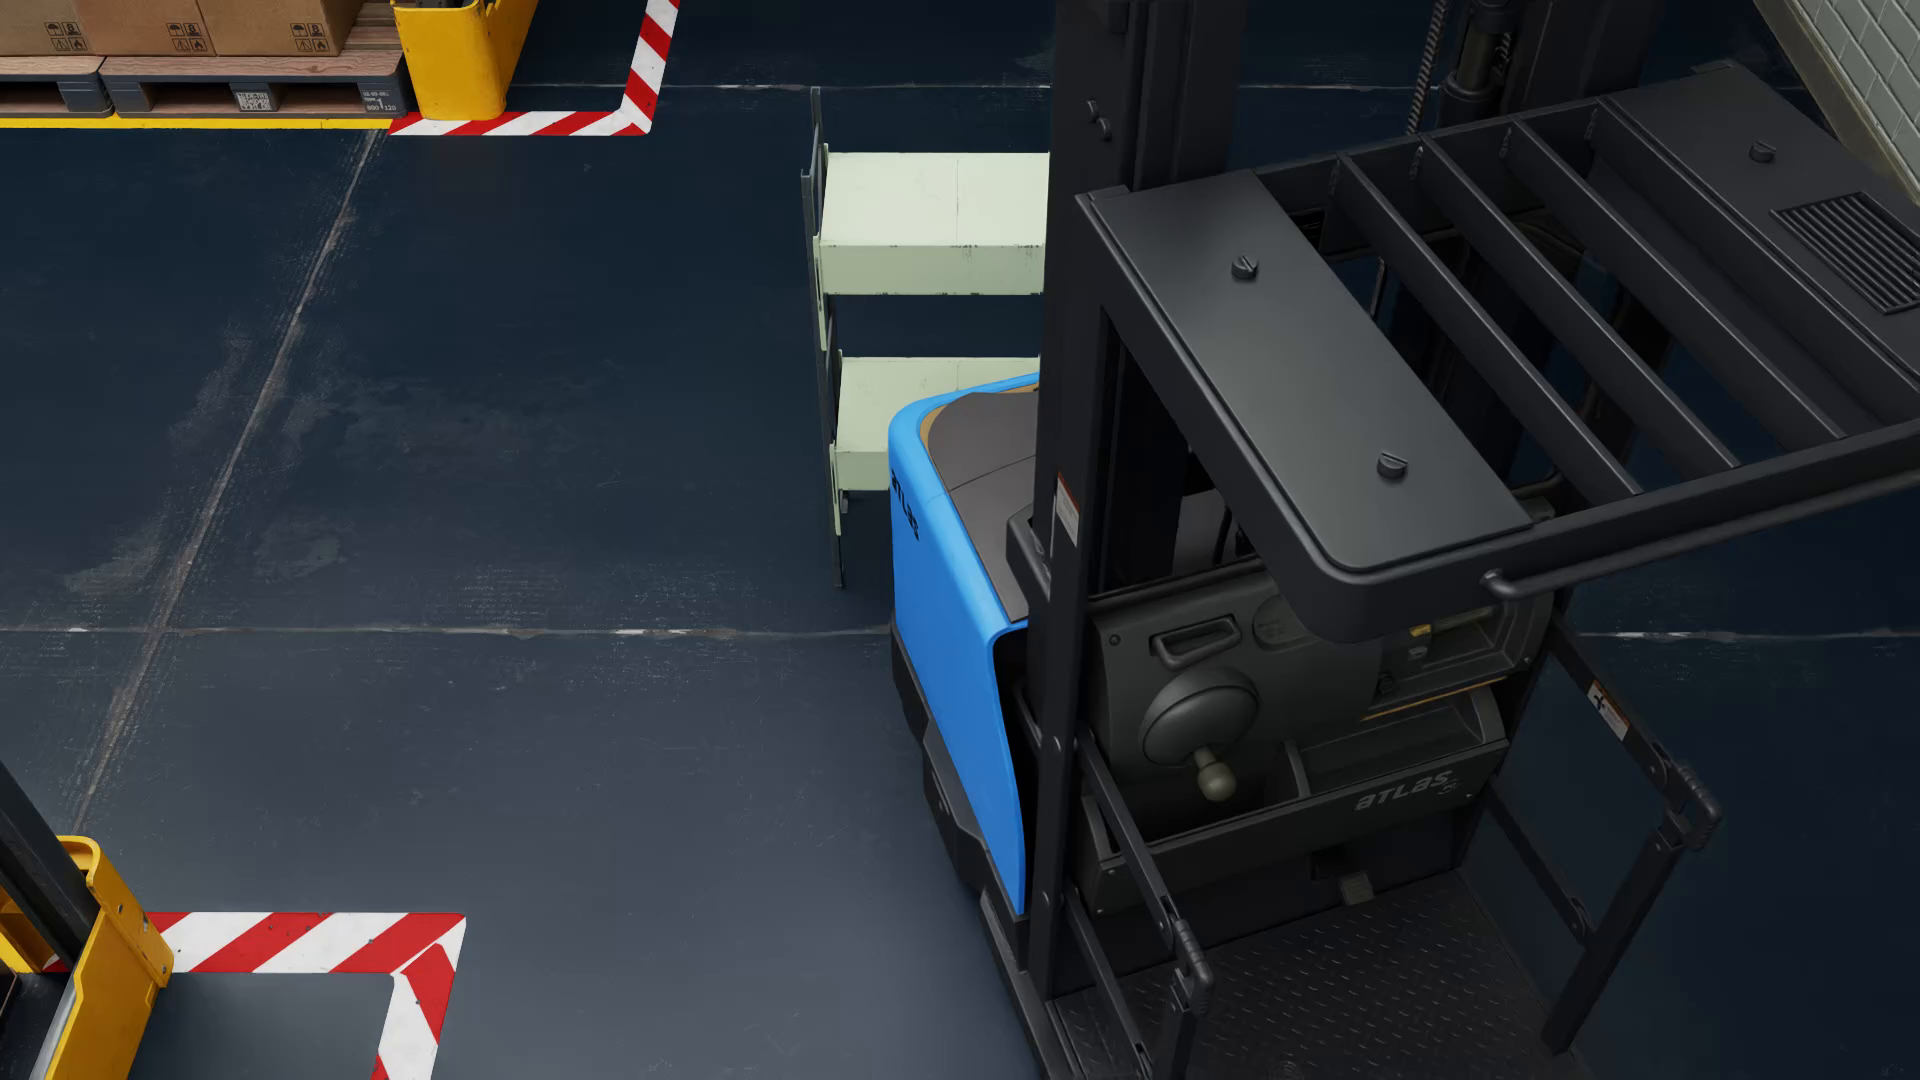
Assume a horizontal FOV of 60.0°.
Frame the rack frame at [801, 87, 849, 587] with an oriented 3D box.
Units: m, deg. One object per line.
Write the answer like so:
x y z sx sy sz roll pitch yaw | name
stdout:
-0.373 -0.512 4.702 0.023 1.500 0.400 0 47 0 | rack frame

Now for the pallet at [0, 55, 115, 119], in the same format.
-4.106 -2.181 7.136 1.213 0.211 1.003 0 47 0 | pallet

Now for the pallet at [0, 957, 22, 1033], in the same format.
-2.977 1.394 3.809 1.213 0.211 1.003 0 47 0 | pallet

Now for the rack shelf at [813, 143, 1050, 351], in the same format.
-0.007 -0.777 4.415 0.720 0.370 0.431 0 47 0 | rack shelf

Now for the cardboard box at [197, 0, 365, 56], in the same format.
-2.789 -2.401 6.856 0.500 0.500 0.700 0 47 0 | cardboard box

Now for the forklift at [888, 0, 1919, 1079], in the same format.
0.769 0.306 2.963 1.130 2.935 3.031 -14 49 -13 | forklift

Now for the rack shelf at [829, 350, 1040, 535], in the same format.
-0.007 -0.289 4.940 0.720 0.370 0.431 0 47 0 | rack shelf

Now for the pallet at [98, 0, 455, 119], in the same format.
-2.889 -2.176 7.131 1.213 0.211 1.003 0 47 0 | pallet

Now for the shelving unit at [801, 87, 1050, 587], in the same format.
-0.007 -0.511 4.701 0.755 1.500 0.431 0 47 0 | shelving unit

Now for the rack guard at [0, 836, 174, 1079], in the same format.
-2.180 1.297 3.702 0.348 0.500 1.175 0 47 0 | rack guard

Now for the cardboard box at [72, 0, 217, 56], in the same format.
-3.290 -2.402 6.858 0.500 0.500 0.700 0 47 0 | cardboard box

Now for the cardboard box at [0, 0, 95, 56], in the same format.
-3.793 -2.403 6.858 0.500 0.500 0.700 -1 47 -1 | cardboard box

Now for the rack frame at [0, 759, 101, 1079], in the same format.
-2.104 0.445 2.786 0.127 3.000 1.000 0 47 0 | rack frame

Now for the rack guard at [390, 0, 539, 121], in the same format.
-2.065 -2.329 7.076 0.348 0.500 1.175 0 47 0 | rack guard

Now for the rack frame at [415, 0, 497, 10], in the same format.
-2.089 -3.181 6.161 0.127 3.000 1.000 0 47 0 | rack frame
